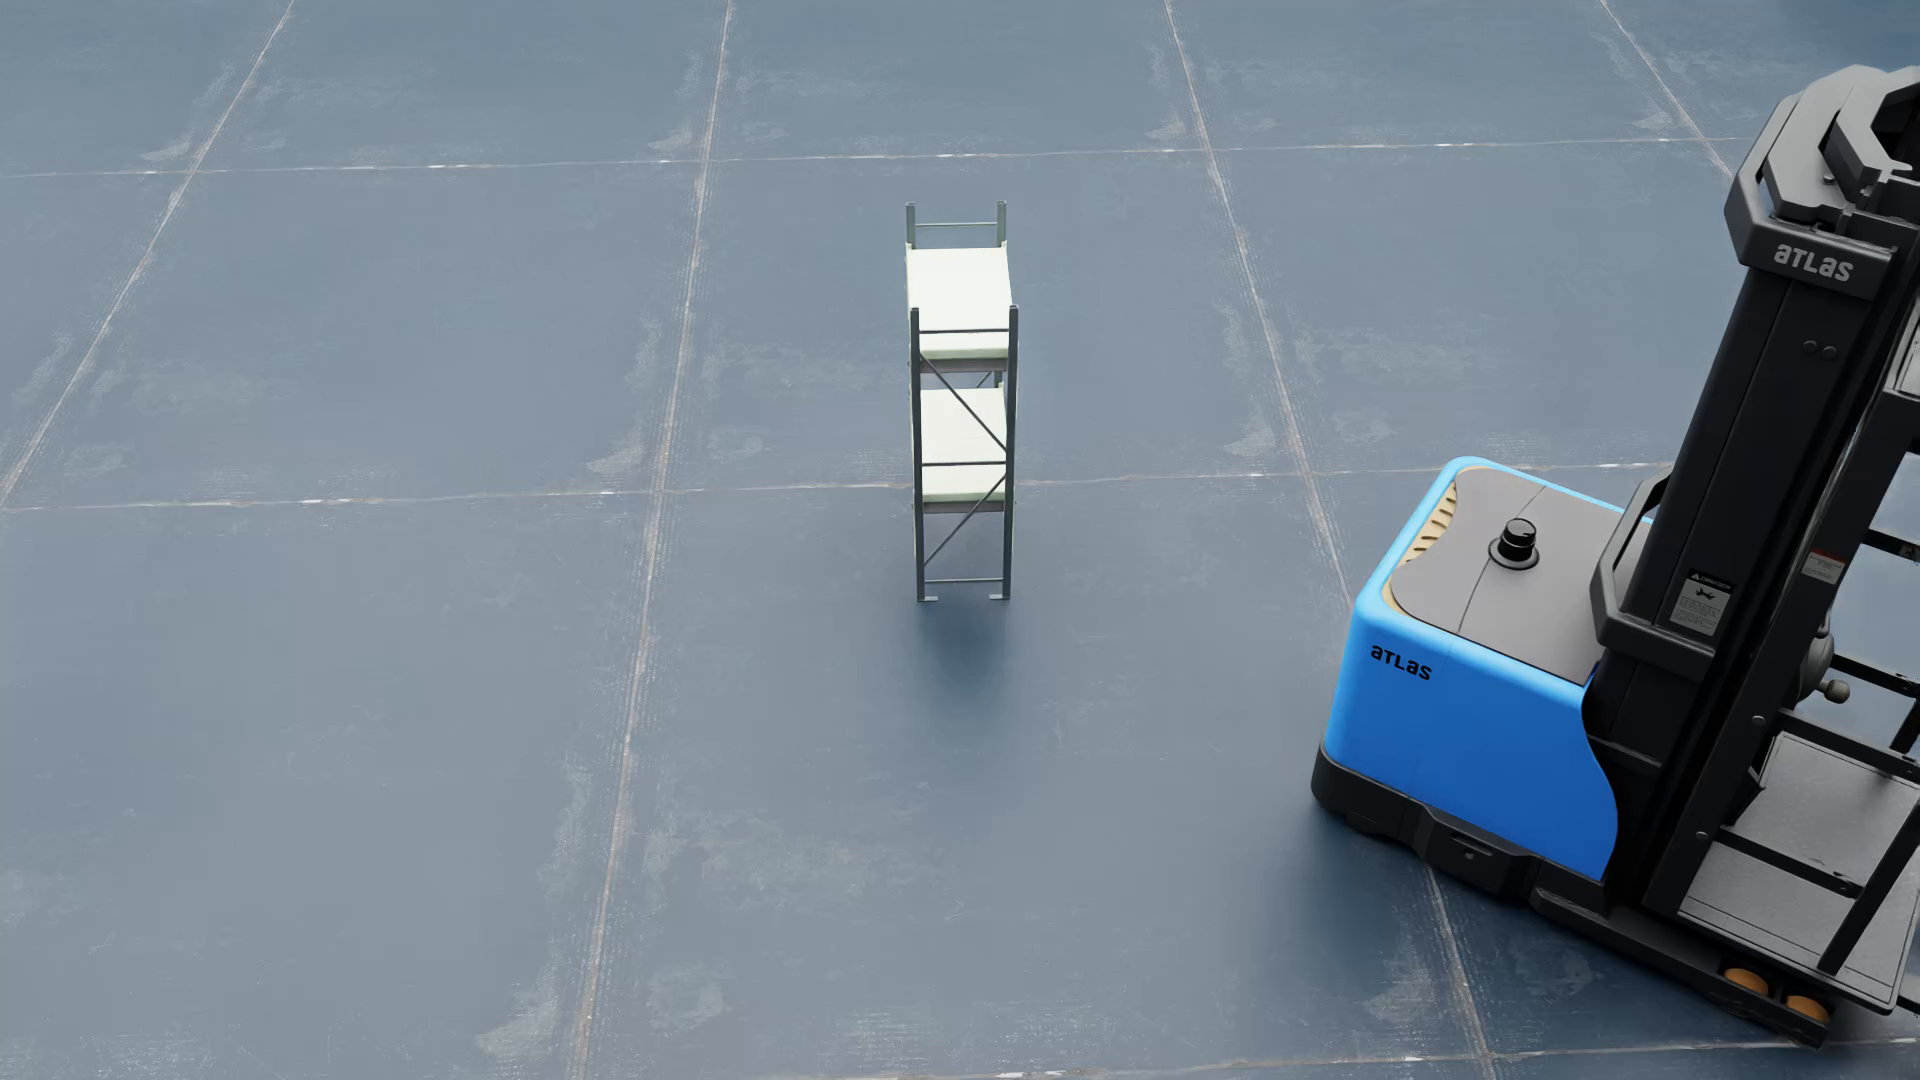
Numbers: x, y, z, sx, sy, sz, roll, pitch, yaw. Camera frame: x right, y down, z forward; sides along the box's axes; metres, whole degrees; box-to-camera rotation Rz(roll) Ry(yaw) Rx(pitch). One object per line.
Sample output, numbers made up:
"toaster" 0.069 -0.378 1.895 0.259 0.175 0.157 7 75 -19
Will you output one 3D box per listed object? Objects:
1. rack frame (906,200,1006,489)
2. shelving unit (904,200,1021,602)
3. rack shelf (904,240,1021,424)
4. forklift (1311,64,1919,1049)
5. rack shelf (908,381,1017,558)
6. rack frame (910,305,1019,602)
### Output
"rack frame" -0.015 -0.795 7.158 0.400 1.500 0.023 -2 43 -2
"shelving unit" 0.000 -0.548 6.888 0.431 1.500 0.755 -2 43 -2
"rack shelf" 0.000 -0.836 6.624 0.431 0.370 0.720 -2 43 -2
"forklift" 2.839 0.190 5.023 3.031 2.935 1.130 24 48 24
"rack shelf" 0.000 -0.308 7.108 0.431 0.370 0.720 -2 43 -2
"rack frame" 0.016 -0.301 6.618 0.400 1.500 0.023 -2 43 -2
